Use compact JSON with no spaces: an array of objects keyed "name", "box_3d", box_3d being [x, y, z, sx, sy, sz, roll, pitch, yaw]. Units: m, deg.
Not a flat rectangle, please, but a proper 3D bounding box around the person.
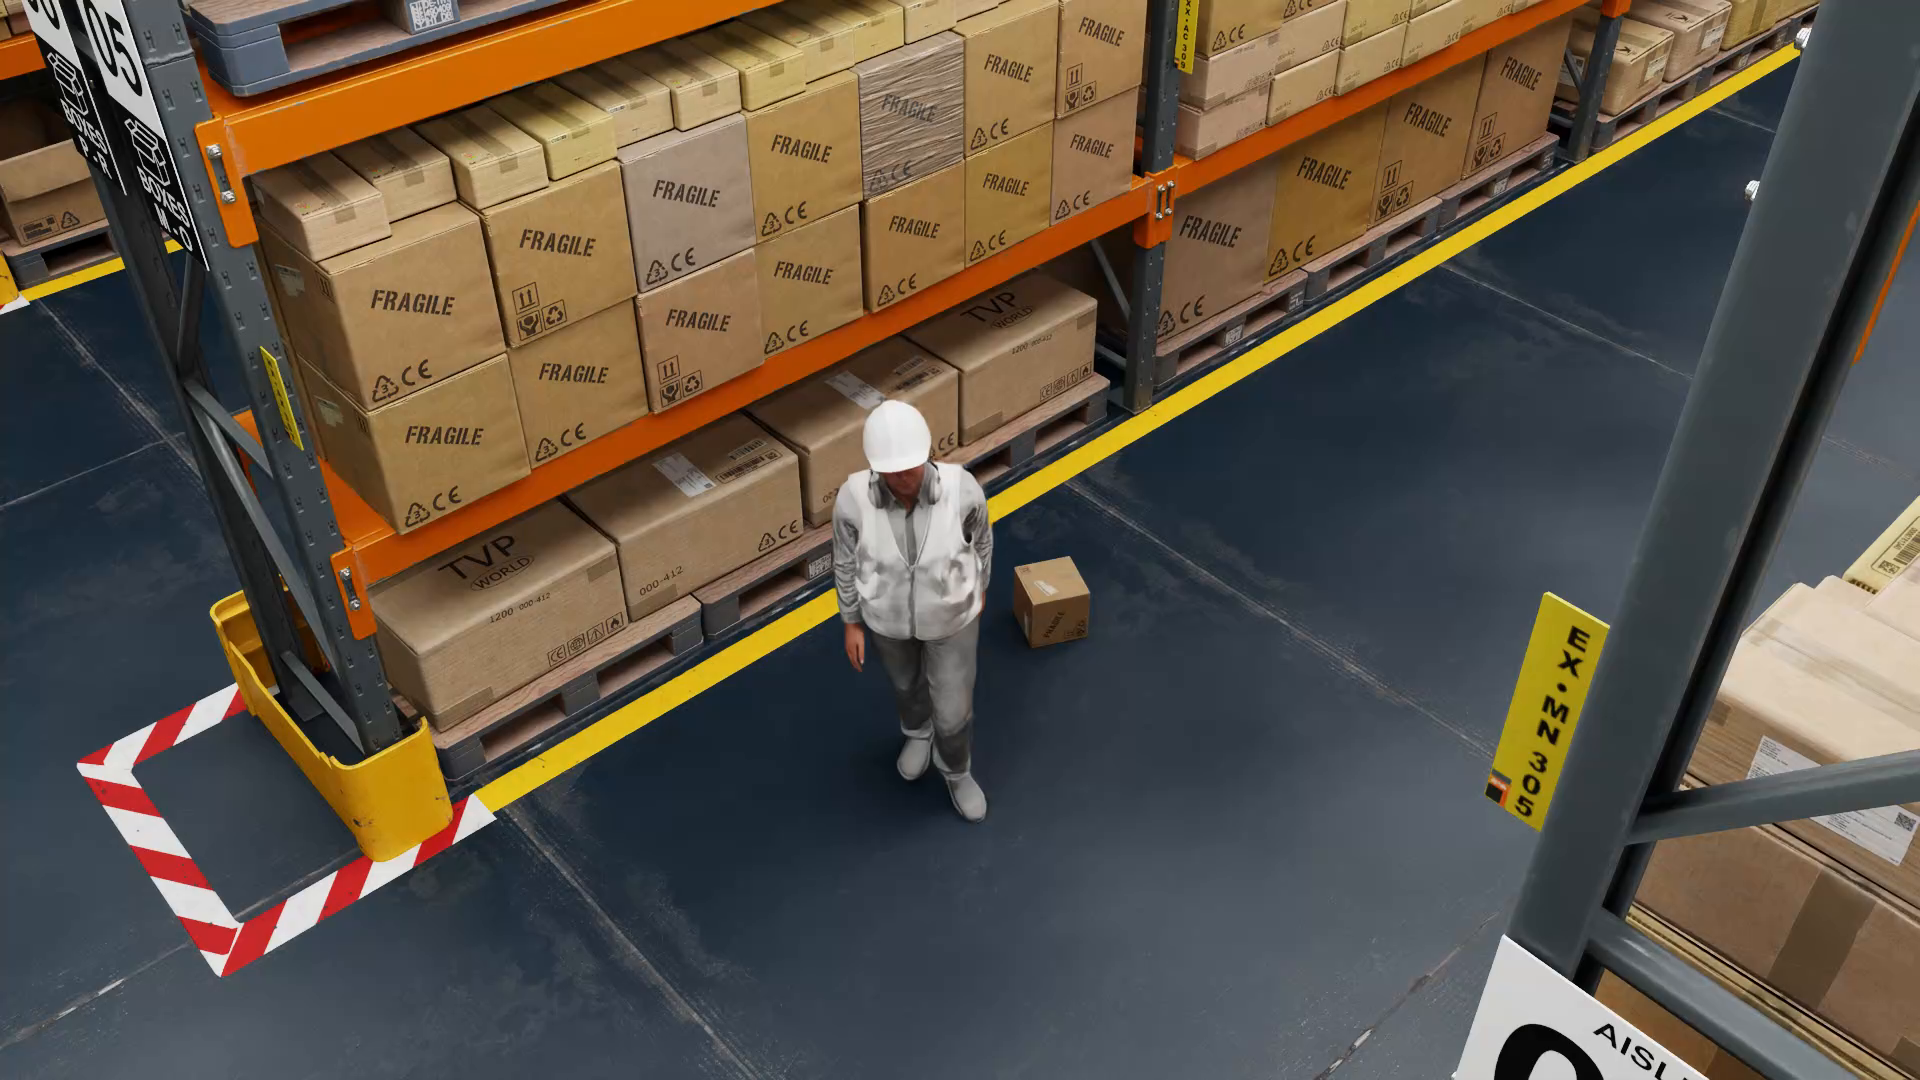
[{"name":"person","box_3d":[-0.155,0.232,5.846,0.542,1.797,0.514,3,40,4]}]
